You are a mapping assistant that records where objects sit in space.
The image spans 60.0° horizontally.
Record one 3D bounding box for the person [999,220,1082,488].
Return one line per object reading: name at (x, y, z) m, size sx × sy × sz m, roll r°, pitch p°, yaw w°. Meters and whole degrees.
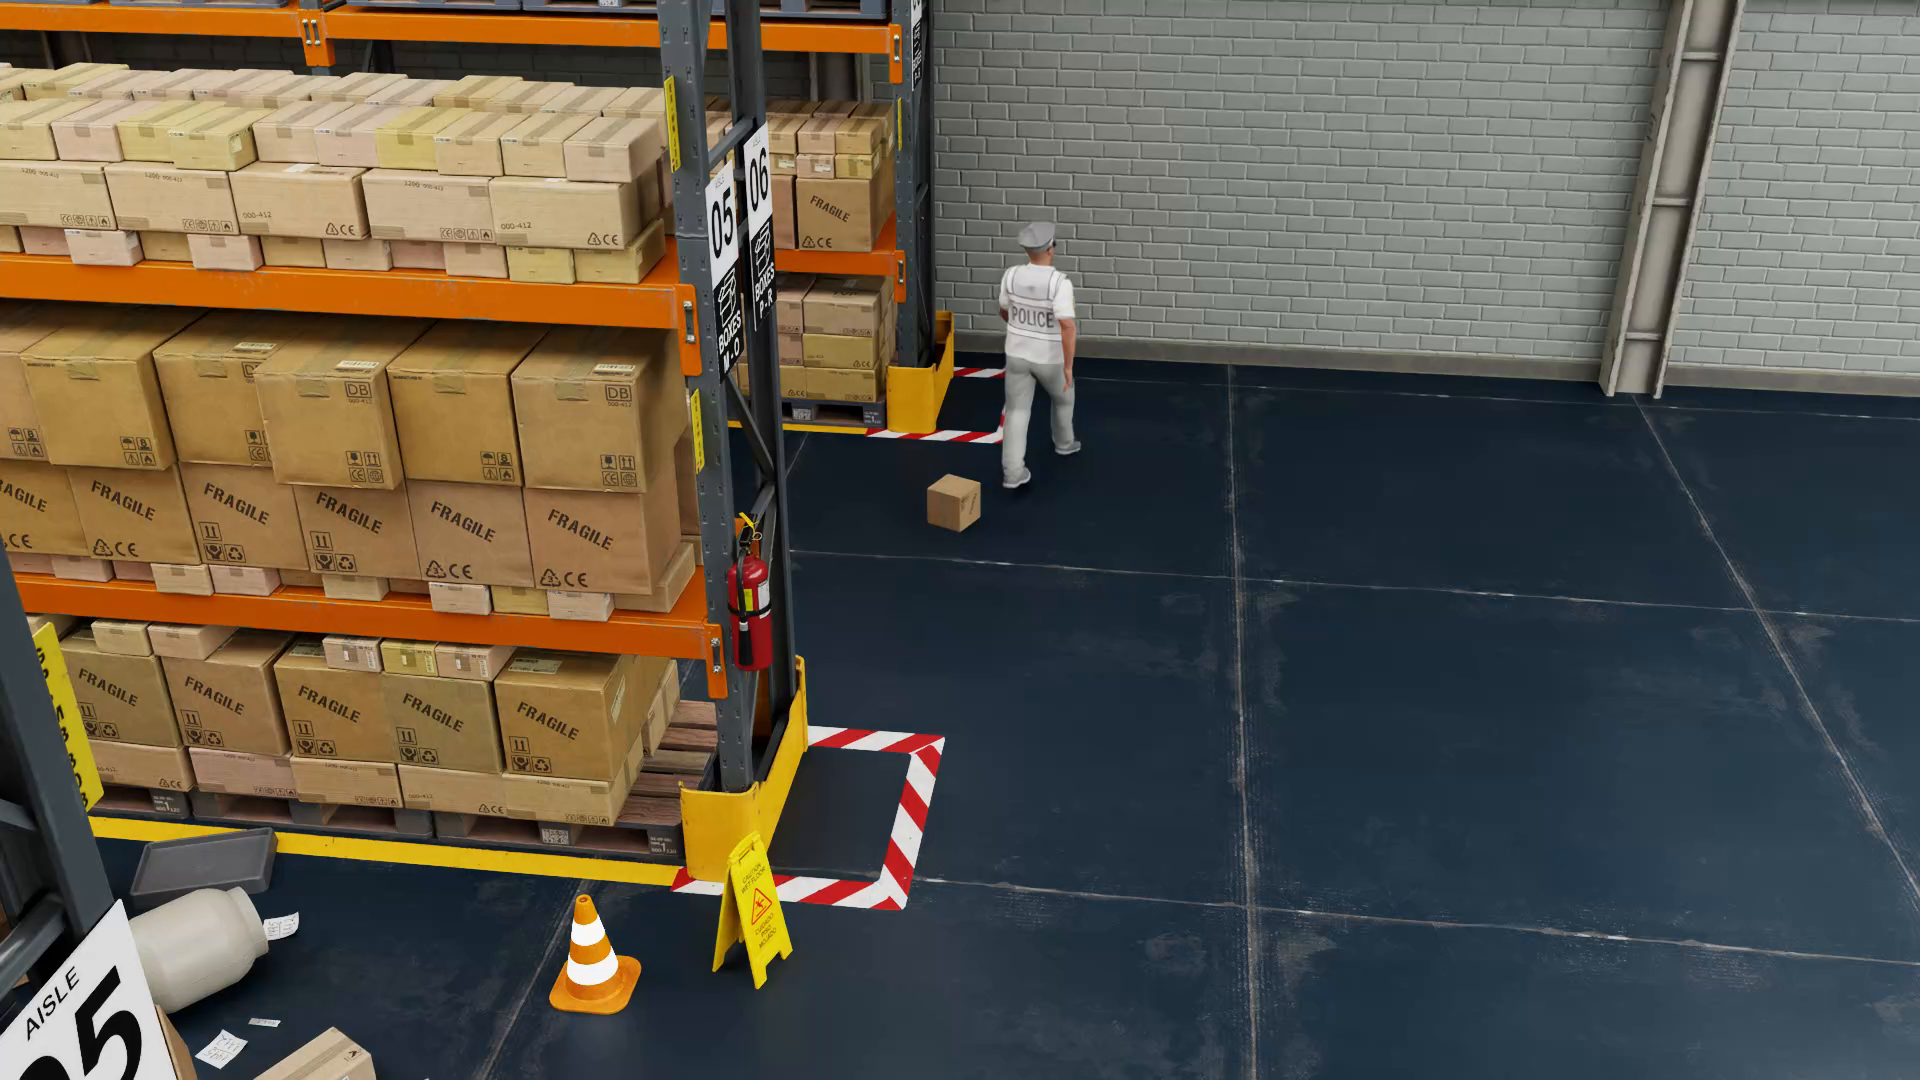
person at (0.539, -1.245, 10.944) m, size 0.585 × 1.757 × 1.003 m, roll 9°, pitch 30°, yaw 17°
